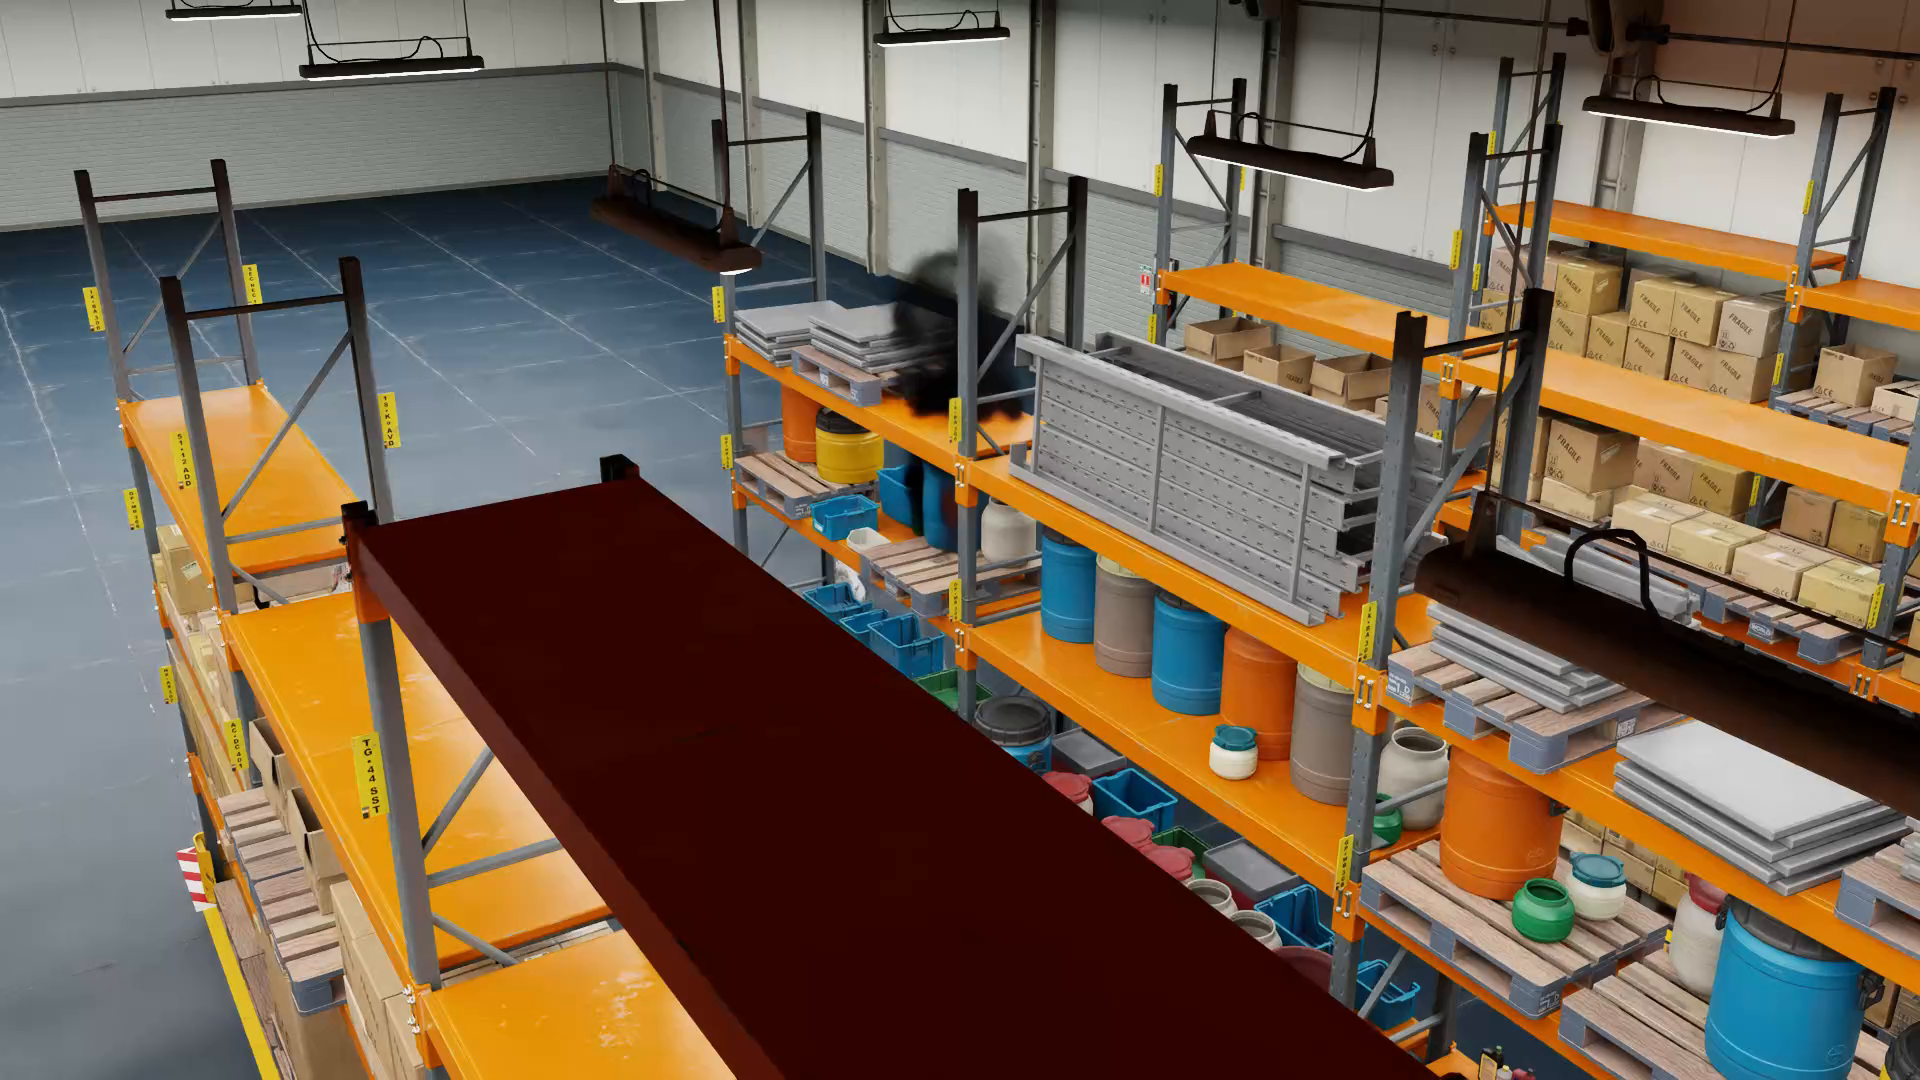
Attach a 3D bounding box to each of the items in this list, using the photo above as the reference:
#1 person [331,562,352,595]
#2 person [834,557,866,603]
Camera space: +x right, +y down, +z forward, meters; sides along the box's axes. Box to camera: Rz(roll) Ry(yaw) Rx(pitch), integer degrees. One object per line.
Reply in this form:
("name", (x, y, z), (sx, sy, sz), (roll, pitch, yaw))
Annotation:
("person", (-6.467, 0.582, 17.595), (0.724, 1.747, 0.698), (1, 22, 3))
("person", (-1.152, 0.676, 17.451), (0.748, 1.745, 0.618), (8, 23, 18))
